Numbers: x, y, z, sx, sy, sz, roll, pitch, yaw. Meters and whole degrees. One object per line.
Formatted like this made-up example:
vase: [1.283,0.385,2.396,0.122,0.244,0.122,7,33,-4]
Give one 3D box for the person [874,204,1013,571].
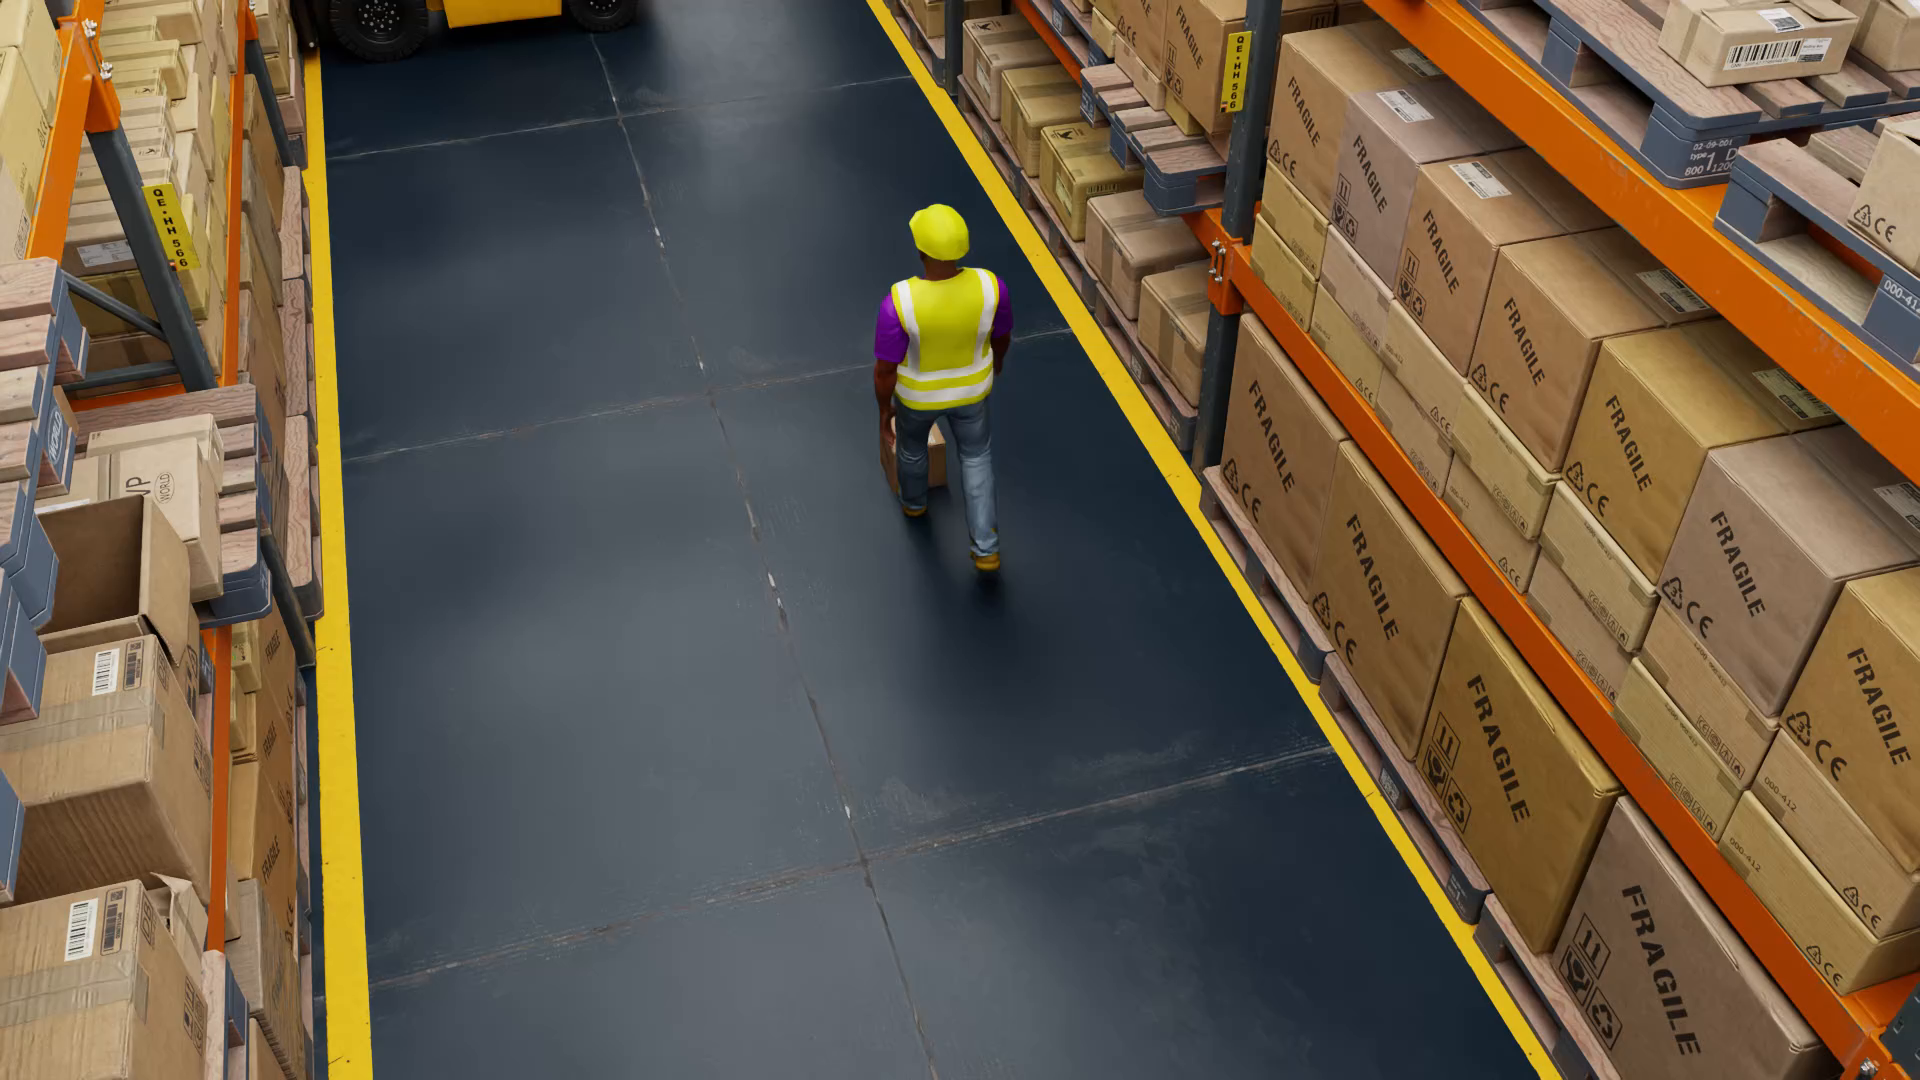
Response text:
person: [-0.082,-0.667,6.884,0.583,1.742,0.889,-7,42,-7]
